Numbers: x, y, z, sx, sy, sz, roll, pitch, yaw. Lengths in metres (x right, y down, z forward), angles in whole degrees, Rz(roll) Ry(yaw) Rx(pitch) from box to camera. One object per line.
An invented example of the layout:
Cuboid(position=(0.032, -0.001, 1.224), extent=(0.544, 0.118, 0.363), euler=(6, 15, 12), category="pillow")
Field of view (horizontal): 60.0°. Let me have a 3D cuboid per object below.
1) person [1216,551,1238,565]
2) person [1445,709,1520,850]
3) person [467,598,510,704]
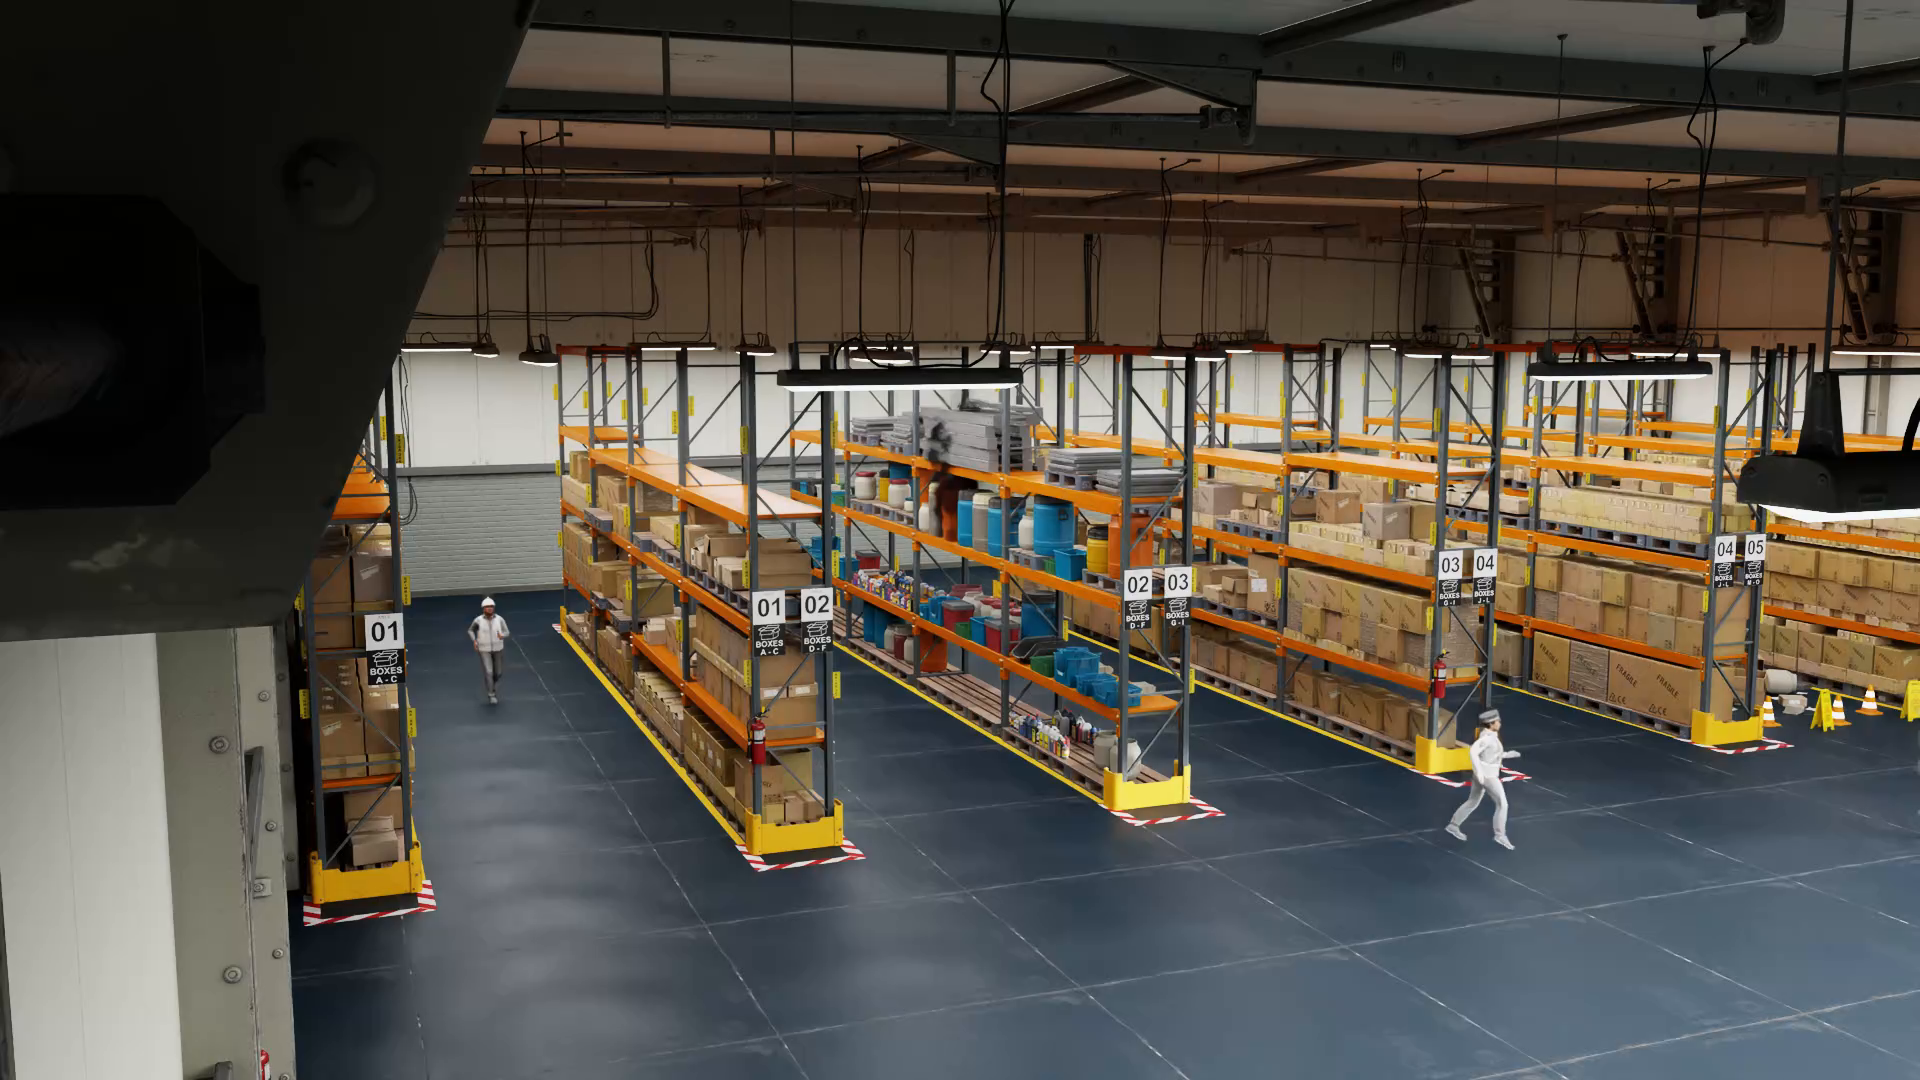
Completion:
Cuboid(position=(6.610, 0.184, 41.677), extent=(0.826, 1.728, 0.741), euler=(4, 8, 30), category="person")
Cuboid(position=(6.392, 2.915, 20.300), extent=(0.848, 1.738, 0.580), euler=(1, 7, 6), category="person")
Cuboid(position=(-8.003, 1.864, 28.316), extent=(0.667, 1.750, 0.915), euler=(-4, 8, -27), category="person")
